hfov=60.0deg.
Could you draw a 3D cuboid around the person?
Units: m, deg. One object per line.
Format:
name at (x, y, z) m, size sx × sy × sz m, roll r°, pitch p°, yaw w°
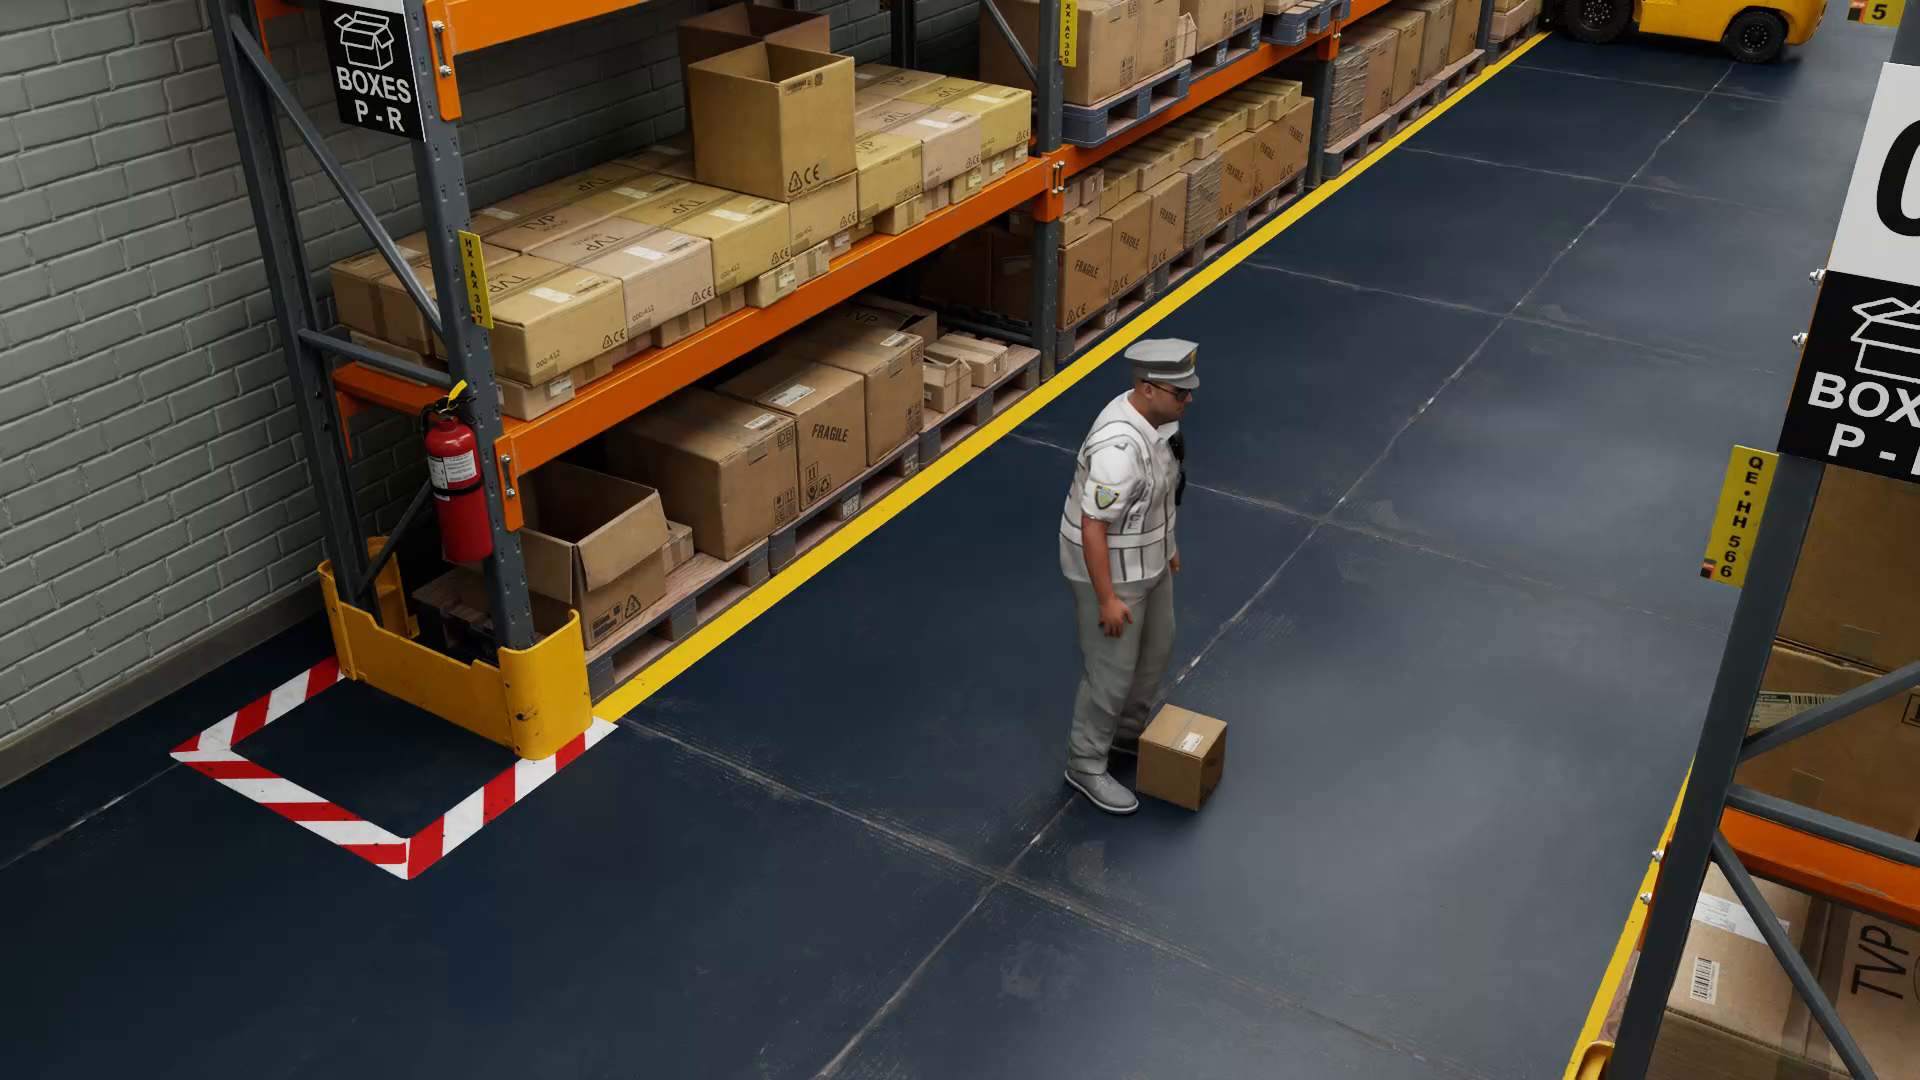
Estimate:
person at (0.610, 0.097, 5.955) m, size 0.470 × 1.750 × 0.603 m, roll 16°, pitch 34°, yaw 25°
